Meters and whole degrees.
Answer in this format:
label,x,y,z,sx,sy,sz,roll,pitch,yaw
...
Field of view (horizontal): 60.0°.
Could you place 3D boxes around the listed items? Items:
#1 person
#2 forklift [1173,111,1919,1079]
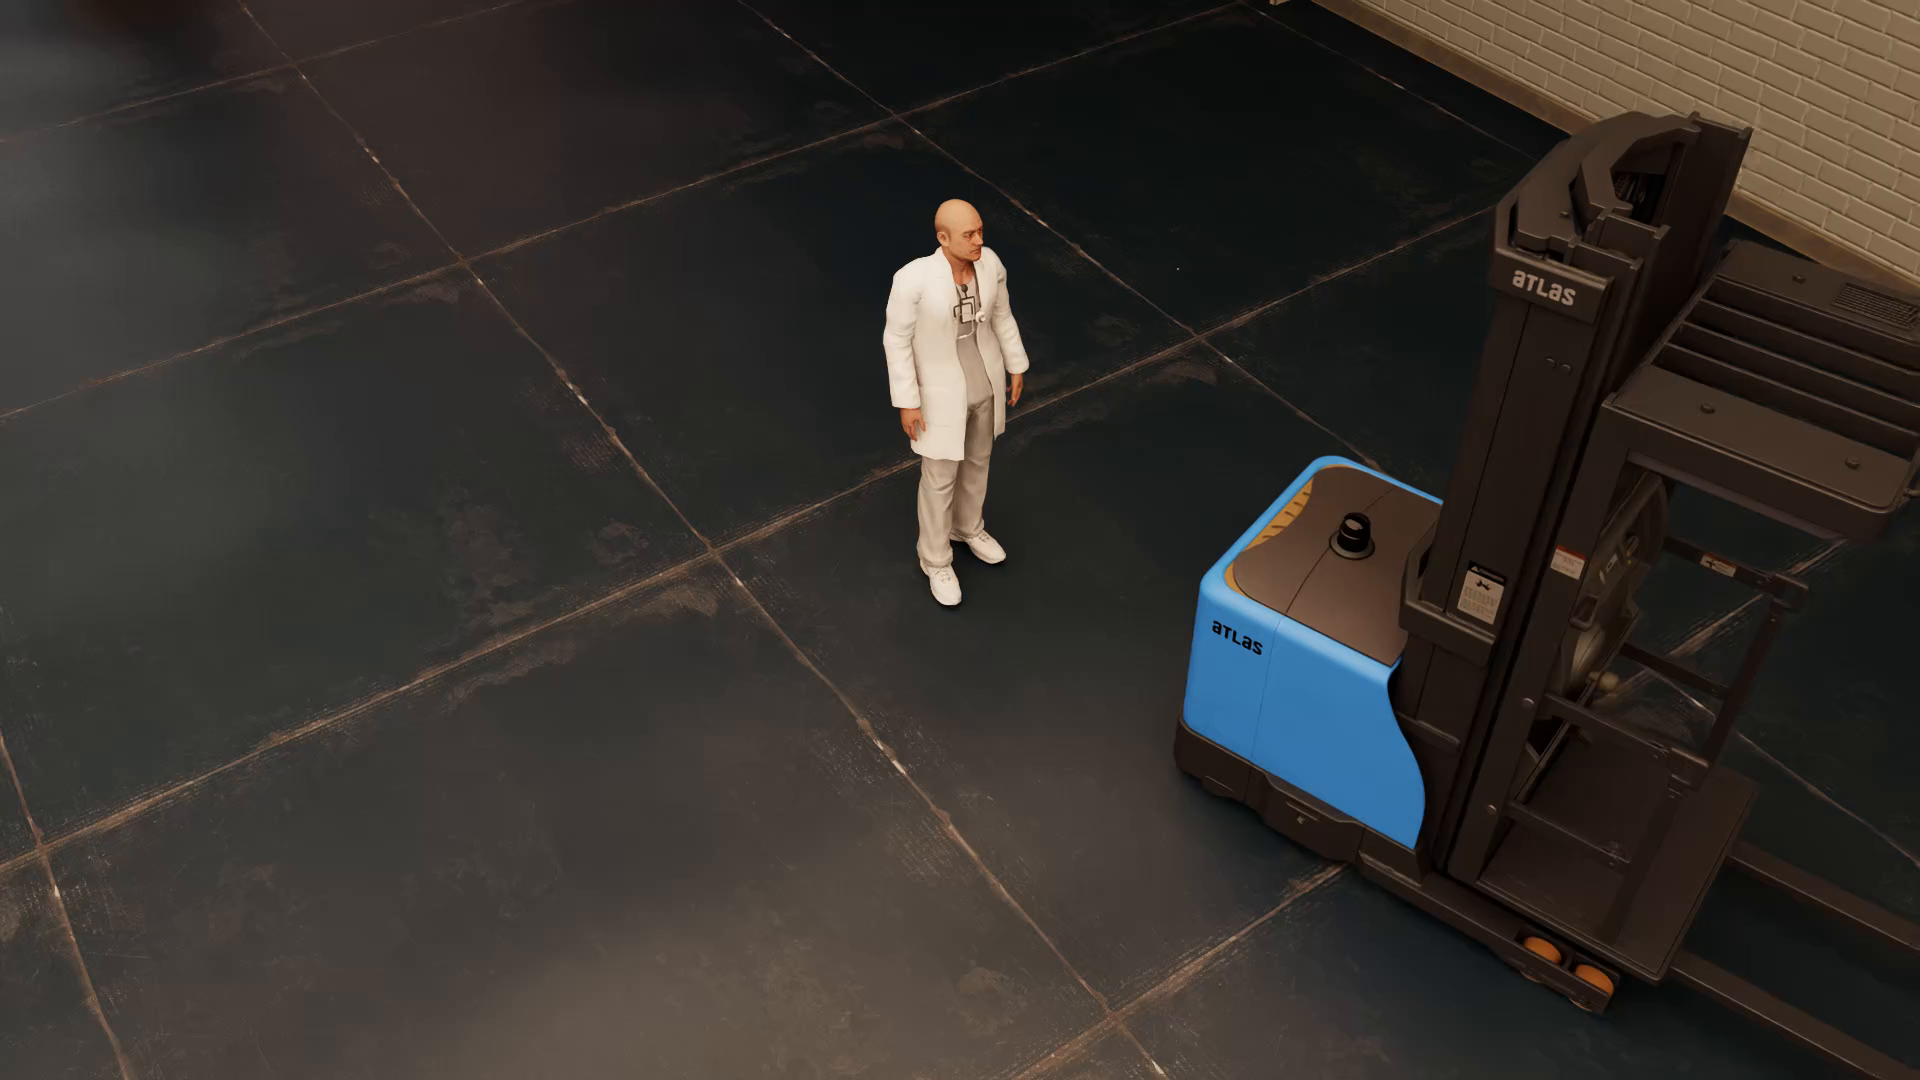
label,x,y,z,sx,sy,sz,roll,pitch,yaw
person,0.048,-0.607,7.215,0.694,1.776,0.581,-25,48,-25
forklift,2.353,0.214,5.483,3.031,2.935,1.130,27,49,27
